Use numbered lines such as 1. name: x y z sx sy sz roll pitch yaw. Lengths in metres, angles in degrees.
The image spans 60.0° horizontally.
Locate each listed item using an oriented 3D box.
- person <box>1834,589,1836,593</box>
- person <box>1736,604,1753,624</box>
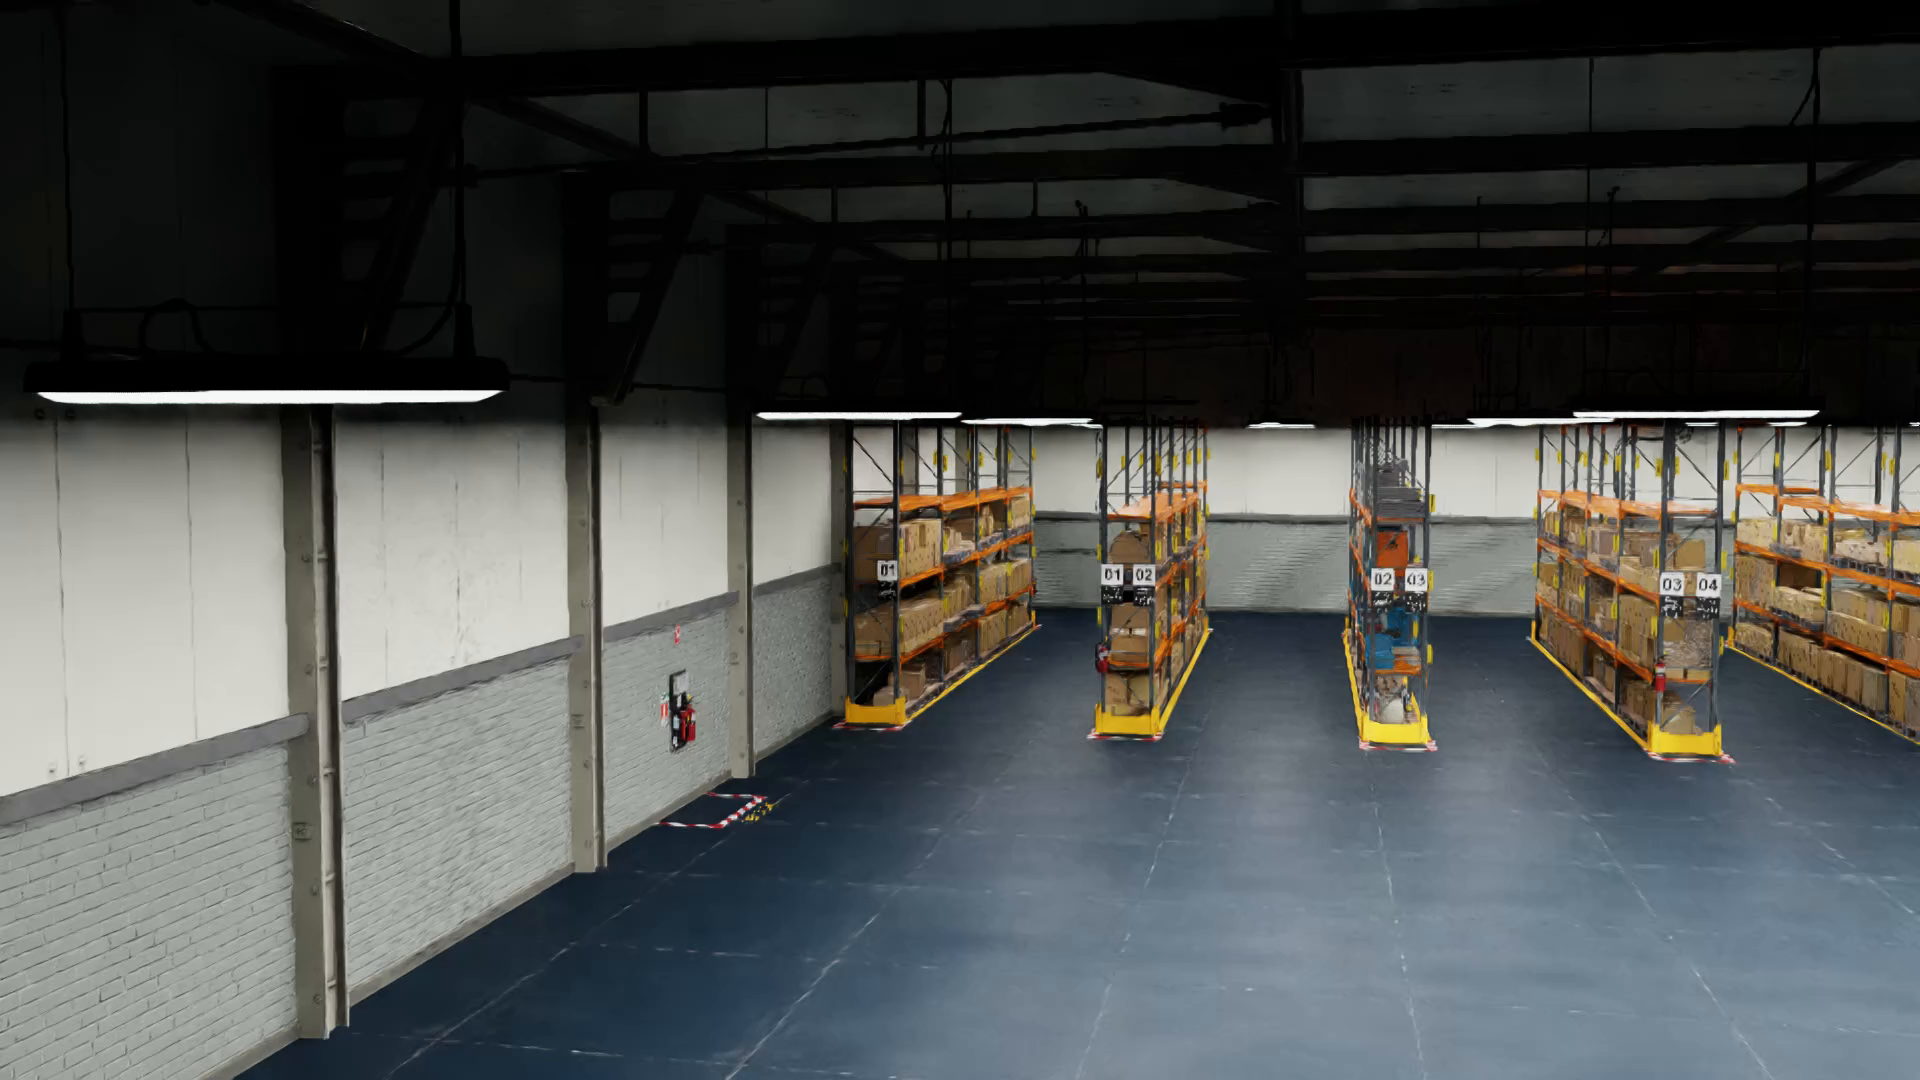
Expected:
1. person: 22.102 2.062 41.832 0.450 1.727 0.584 -1 4 -18
2. person: 22.673 1.710 48.133 0.521 1.614 0.919 2 5 33
